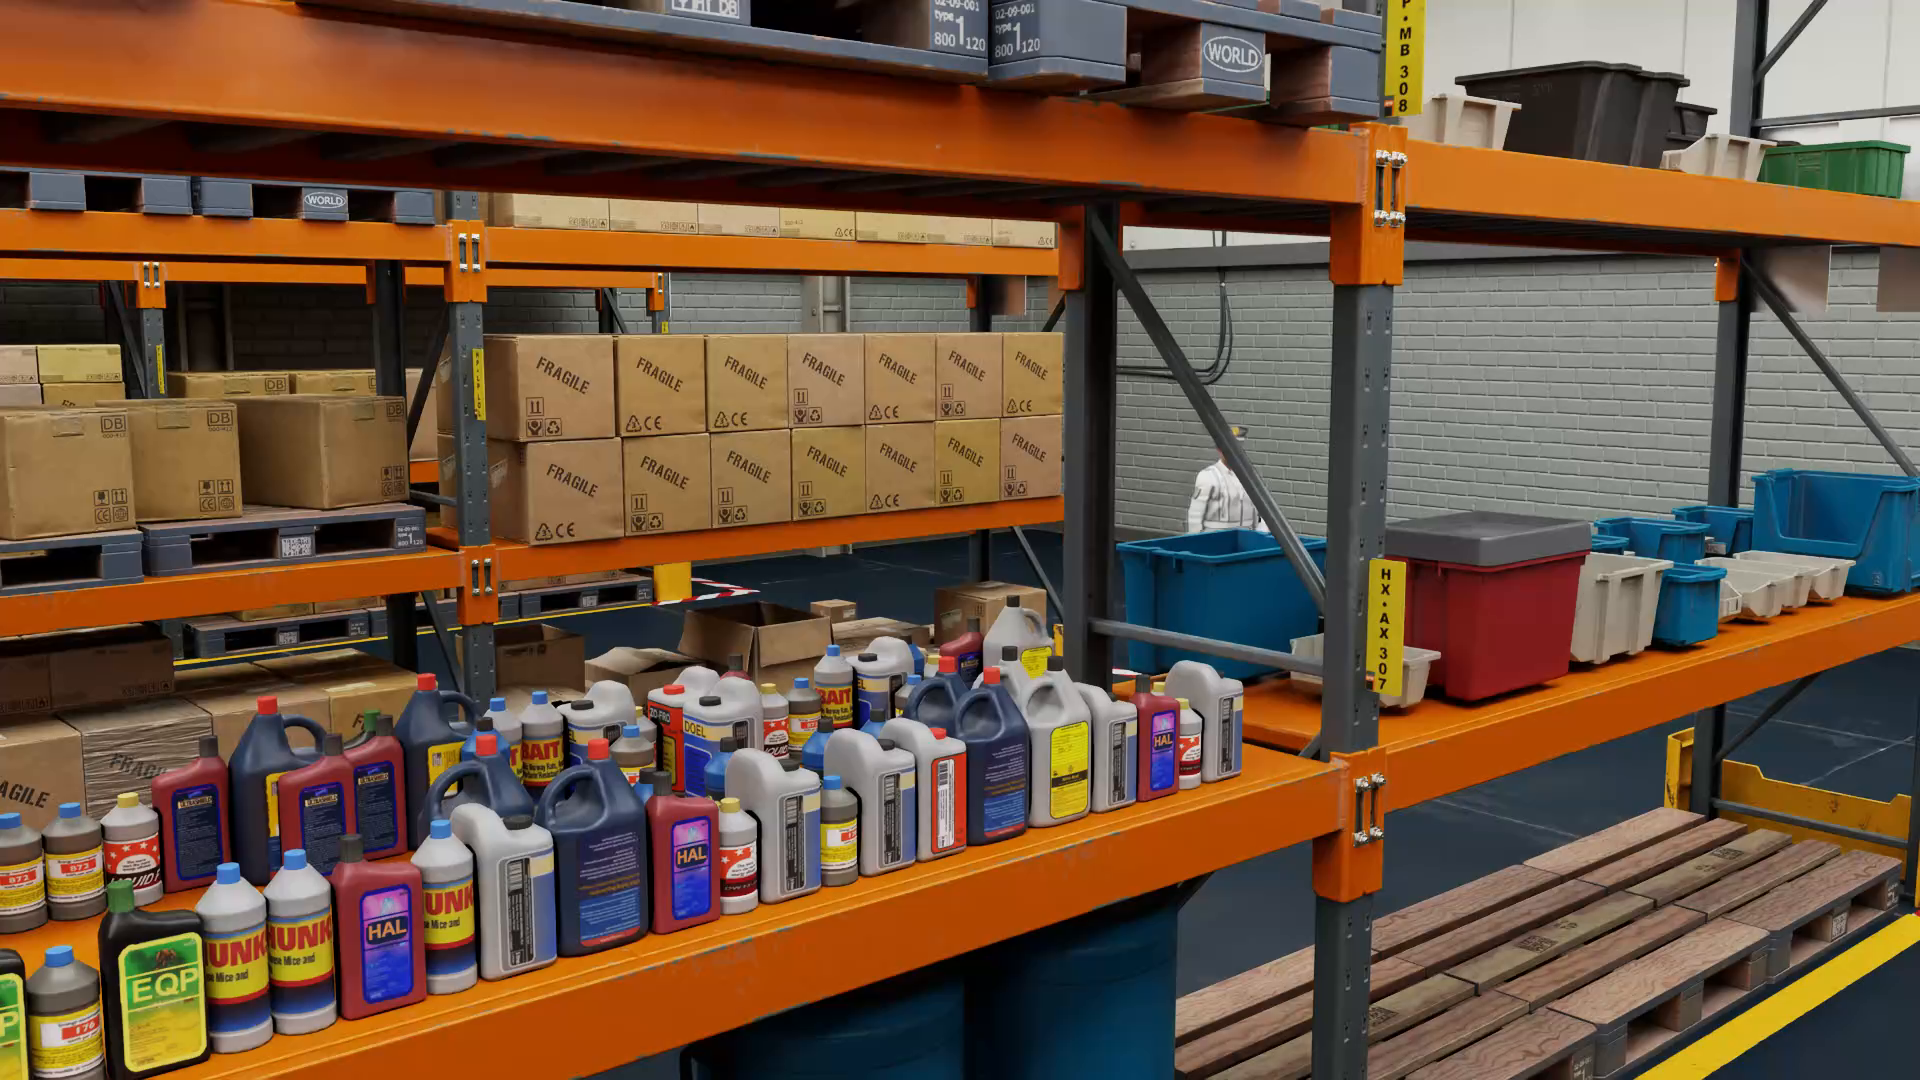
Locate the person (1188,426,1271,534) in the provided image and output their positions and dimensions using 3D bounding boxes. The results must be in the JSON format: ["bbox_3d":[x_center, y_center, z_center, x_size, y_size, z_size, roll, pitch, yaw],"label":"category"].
[{"bbox_3d":[1.790,0.110,10.992,0.503,1.741,0.558,-5,9,-34],"label":"person"}]
